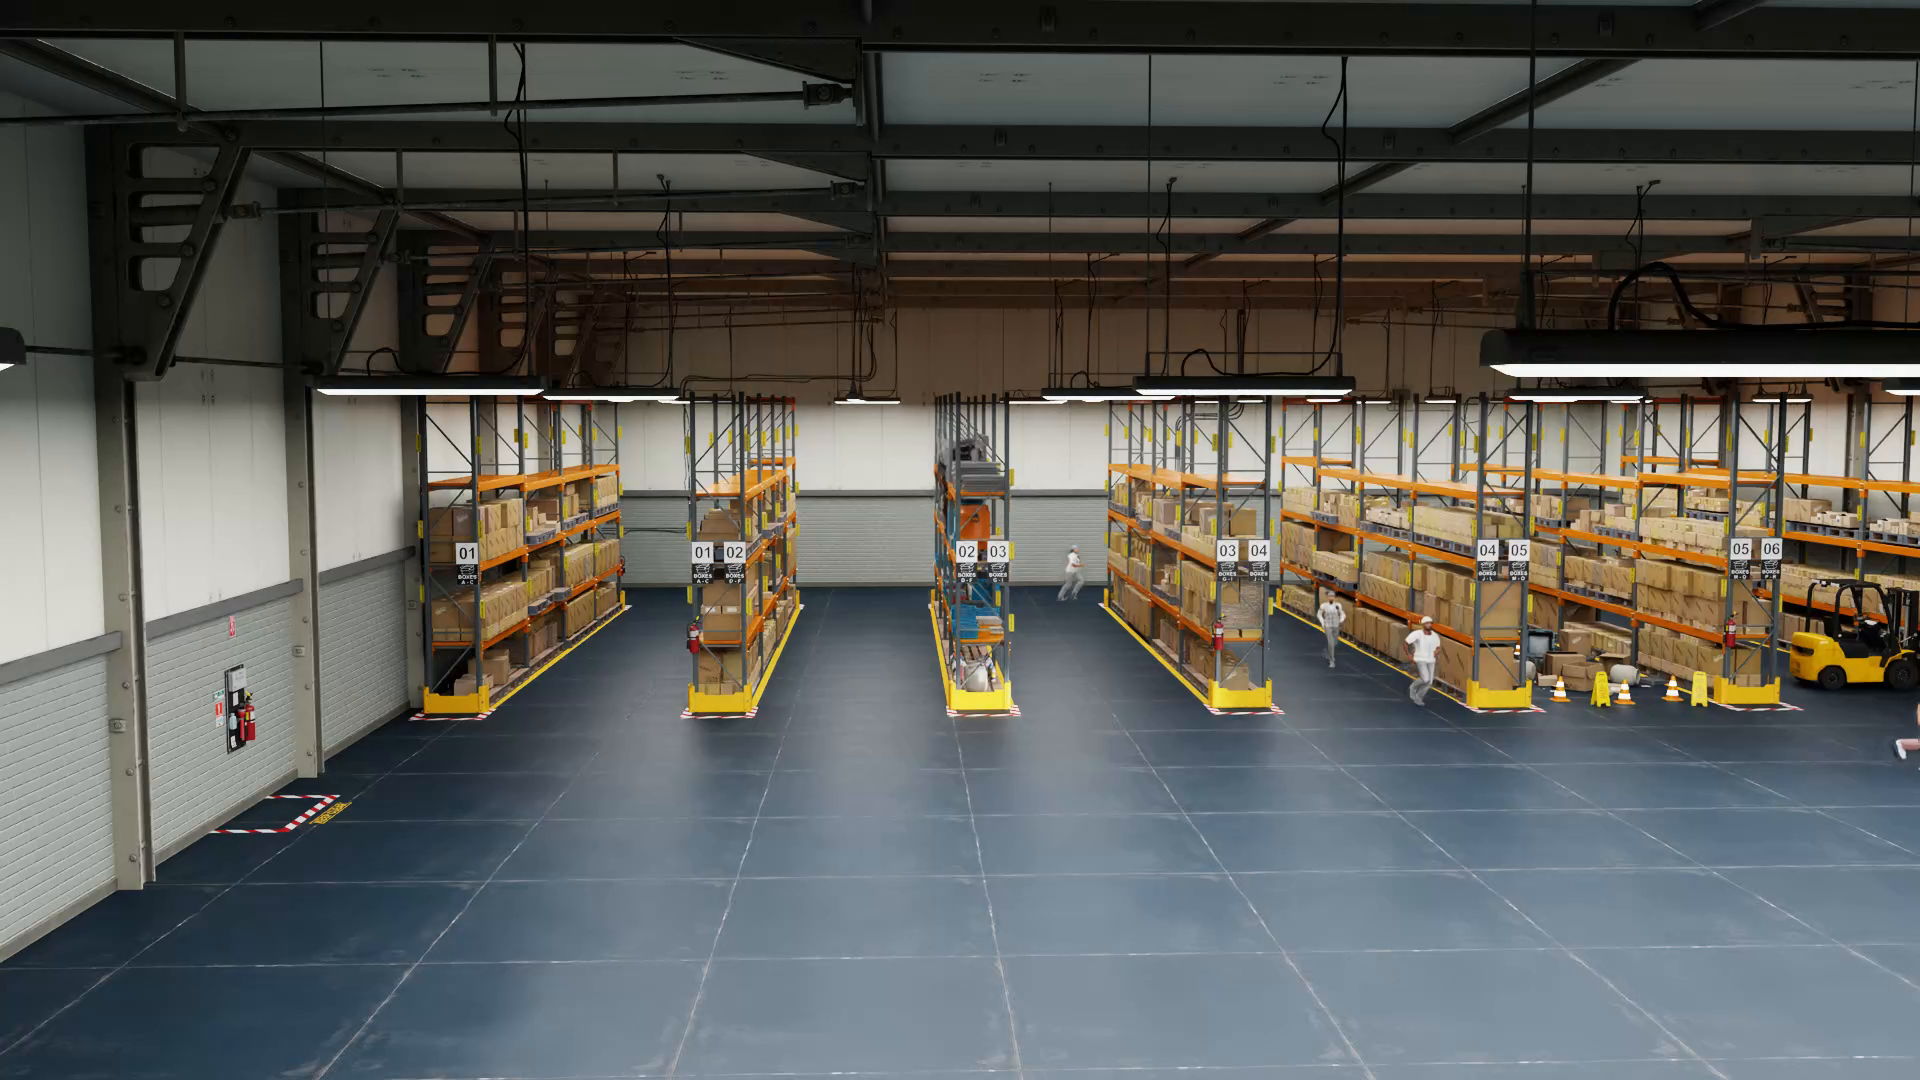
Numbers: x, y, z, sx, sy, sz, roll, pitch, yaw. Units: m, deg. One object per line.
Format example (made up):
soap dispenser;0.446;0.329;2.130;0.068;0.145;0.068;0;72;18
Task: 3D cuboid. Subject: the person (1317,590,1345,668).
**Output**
person;8.233;1.943;36.856;0.611;1.697;0.746;0;5;0

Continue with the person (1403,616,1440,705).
person;8.919;2.316;31.857;0.703;1.700;0.559;-2;5;-20

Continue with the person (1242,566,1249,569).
person;8.175;1.060;48.297;0.602;1.585;0.545;3;6;36

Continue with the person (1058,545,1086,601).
person;3.316;0.973;48.996;0.838;1.660;0.613;1;5;15

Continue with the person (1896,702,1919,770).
person;15.132;2.859;26.082;0.750;1.604;0.575;3;6;37
